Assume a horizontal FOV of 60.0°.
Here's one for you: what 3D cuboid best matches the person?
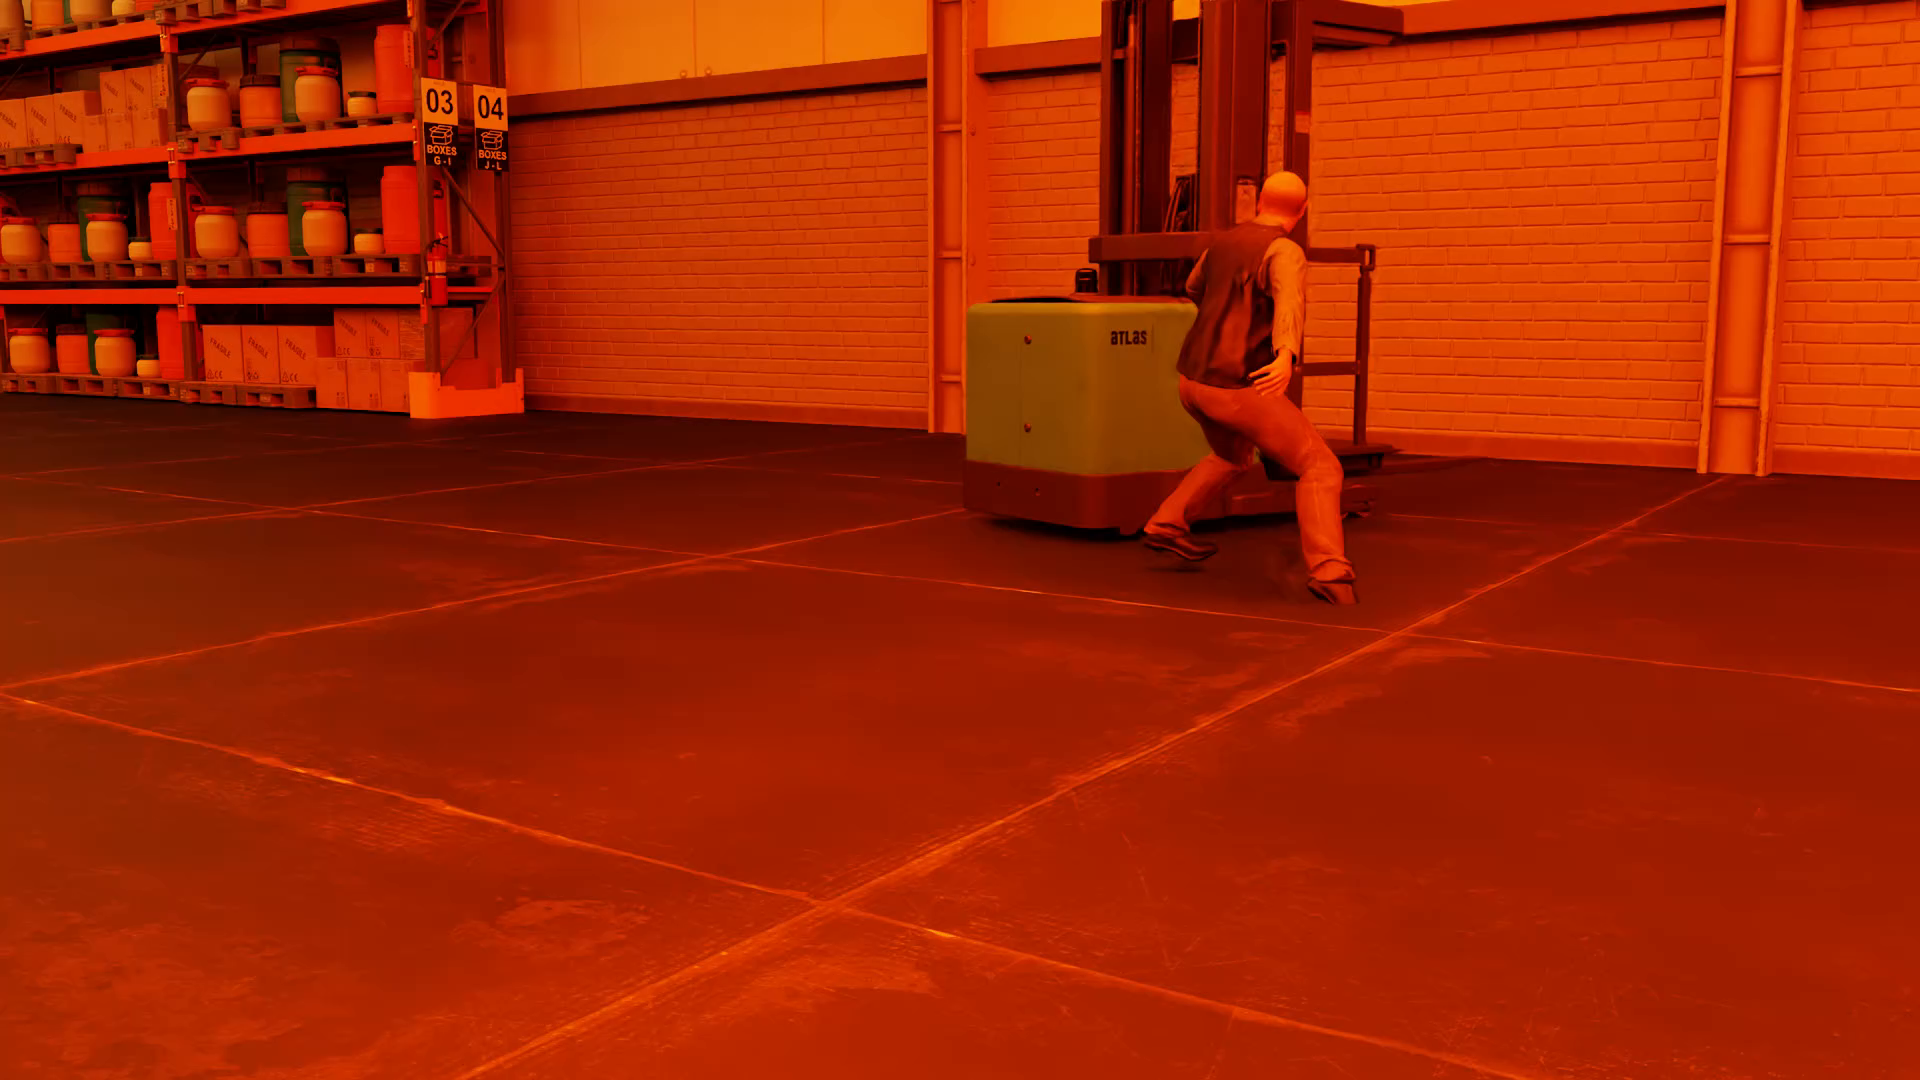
[{"bbox_3d":[1.127,-0.542,6.285,0.558,1.679,1.068,-2,8,-17],"label":"person"}]

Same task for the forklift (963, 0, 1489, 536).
[{"bbox_3d":[1.516,-1.607,8.490,3.031,2.935,1.130,-6,10,-35],"label":"forklift"}]
